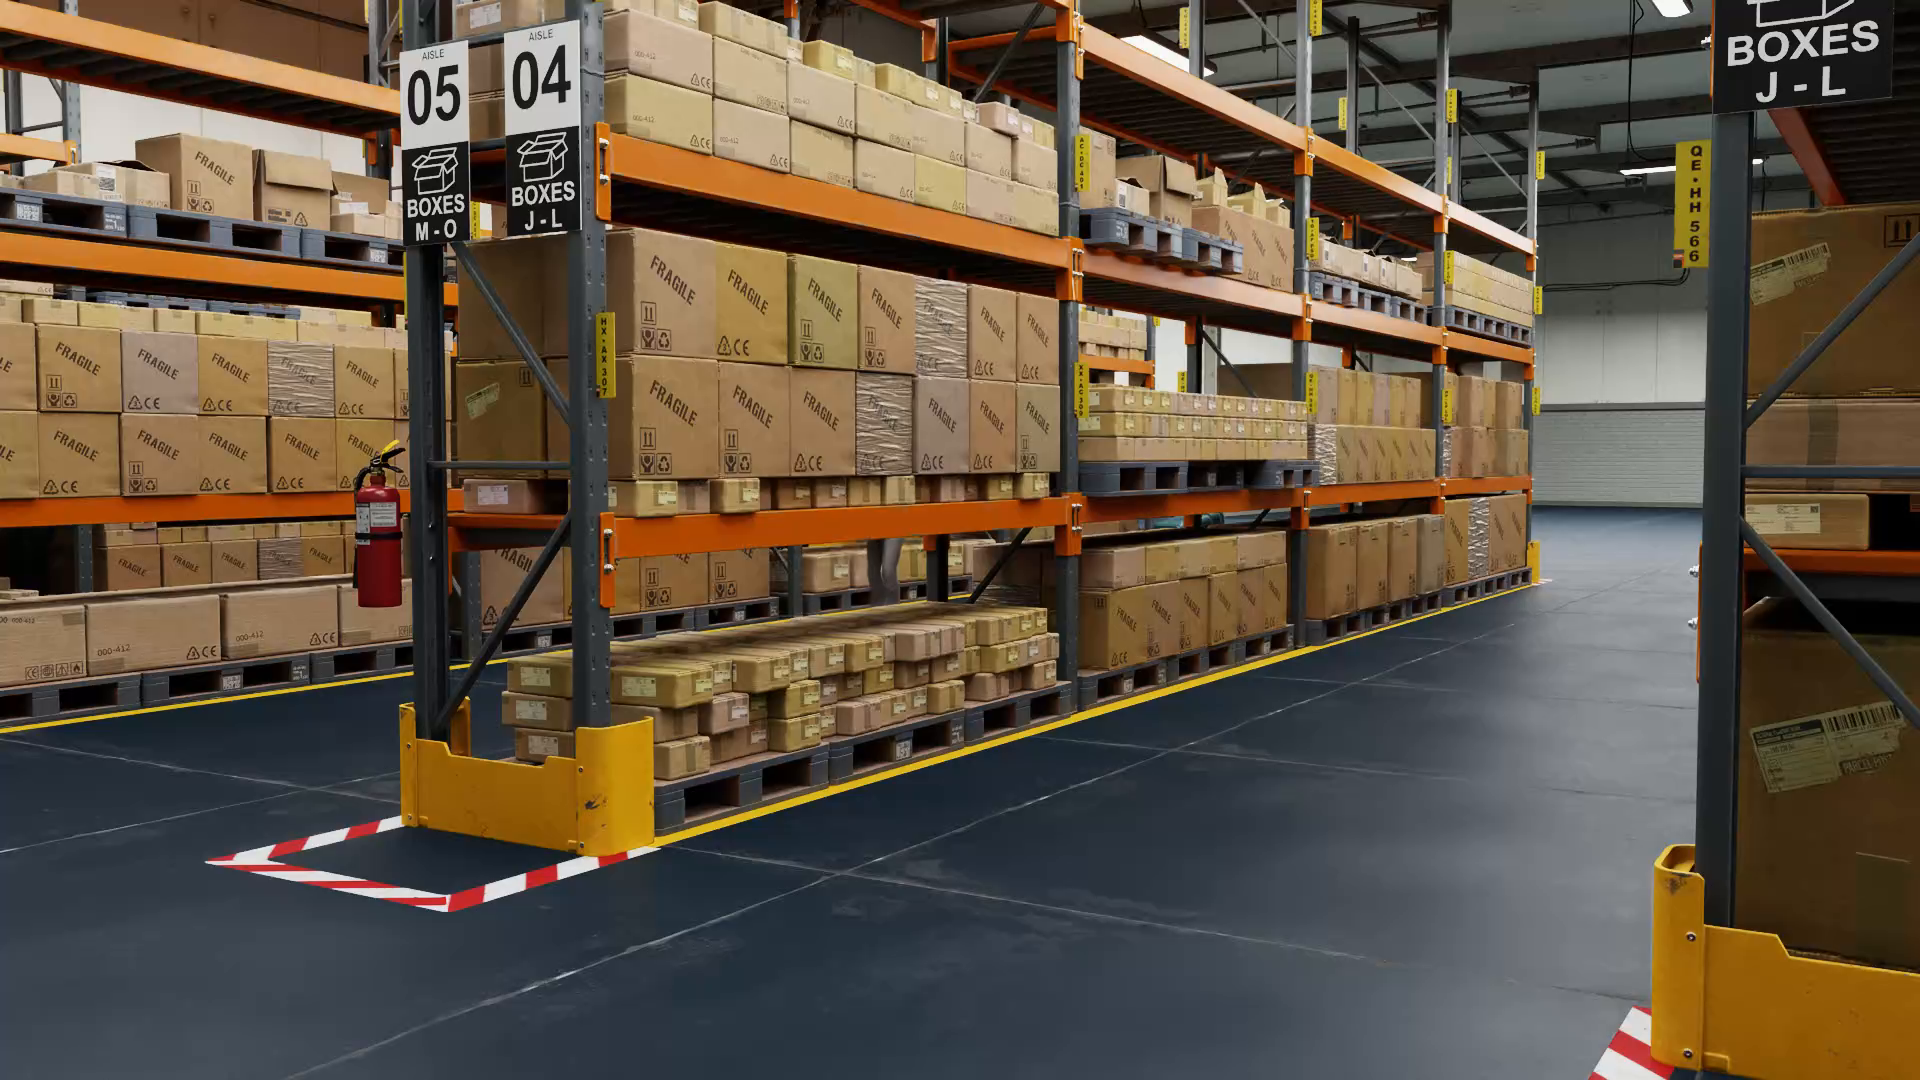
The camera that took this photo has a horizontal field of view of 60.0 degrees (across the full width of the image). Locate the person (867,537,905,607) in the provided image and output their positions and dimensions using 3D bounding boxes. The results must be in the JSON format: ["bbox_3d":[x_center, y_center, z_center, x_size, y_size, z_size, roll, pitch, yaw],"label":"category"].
[{"bbox_3d":[-0.736,-0.066,15.217,0.451,1.685,0.518,3,4,44],"label":"person"}]
